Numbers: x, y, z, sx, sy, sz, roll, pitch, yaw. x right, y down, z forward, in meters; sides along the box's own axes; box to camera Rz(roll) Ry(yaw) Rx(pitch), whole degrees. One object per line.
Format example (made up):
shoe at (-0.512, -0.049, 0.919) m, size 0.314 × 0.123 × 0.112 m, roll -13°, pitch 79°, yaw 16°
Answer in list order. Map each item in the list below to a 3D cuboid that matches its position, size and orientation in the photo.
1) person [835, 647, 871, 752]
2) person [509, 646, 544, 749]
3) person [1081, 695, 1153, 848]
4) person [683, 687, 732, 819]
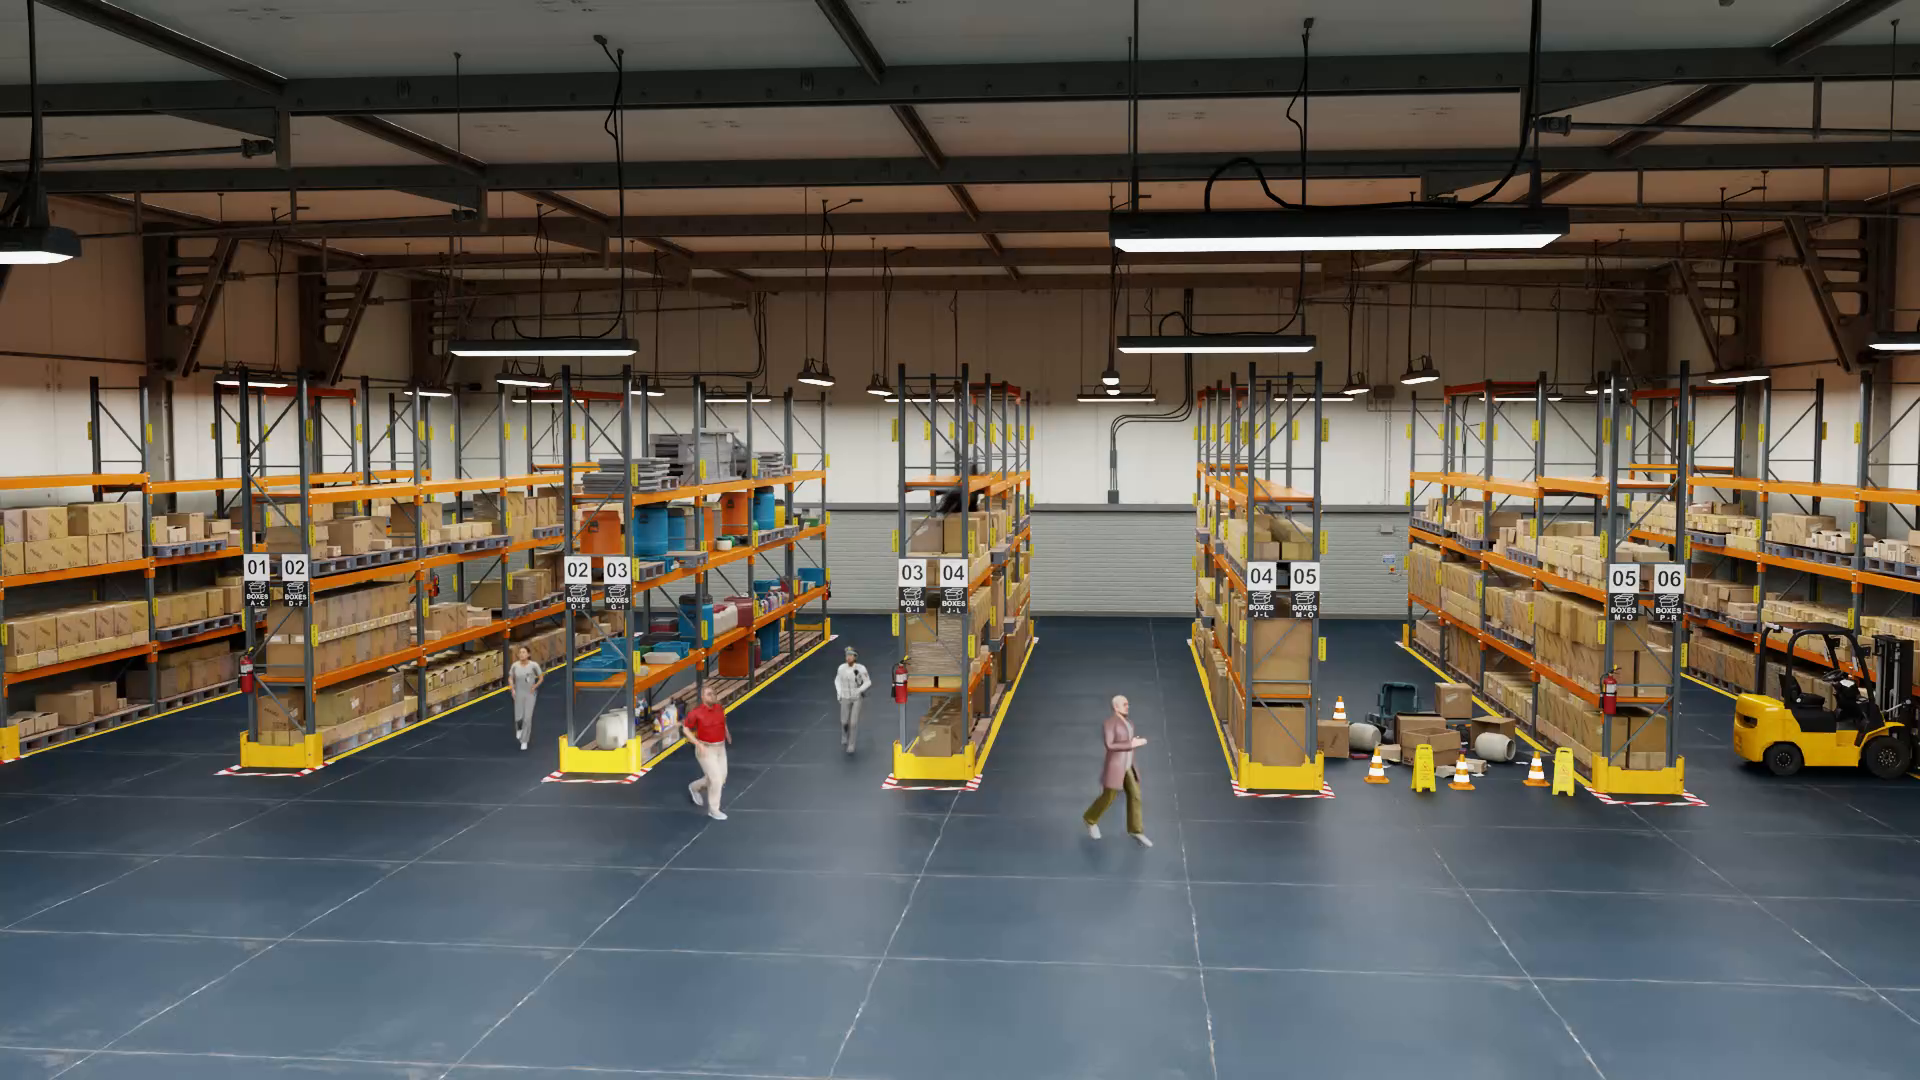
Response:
person at (-1.699, 2.497, 26.145) m, size 0.605 × 1.663 × 0.557 m, roll 1°, pitch 4°, yaw 8°
person at (-6.917, 2.493, 26.514) m, size 0.560 × 1.639 × 0.605 m, roll 0°, pitch 4°, yaw -6°
person at (1.900, 2.800, 20.256) m, size 0.968 × 1.809 × 0.702 m, roll 3°, pitch 5°, yaw 39°
person at (-3.308, 2.799, 21.790) m, size 0.719 × 1.653 × 0.657 m, roll 3°, pitch 5°, yaw 37°
